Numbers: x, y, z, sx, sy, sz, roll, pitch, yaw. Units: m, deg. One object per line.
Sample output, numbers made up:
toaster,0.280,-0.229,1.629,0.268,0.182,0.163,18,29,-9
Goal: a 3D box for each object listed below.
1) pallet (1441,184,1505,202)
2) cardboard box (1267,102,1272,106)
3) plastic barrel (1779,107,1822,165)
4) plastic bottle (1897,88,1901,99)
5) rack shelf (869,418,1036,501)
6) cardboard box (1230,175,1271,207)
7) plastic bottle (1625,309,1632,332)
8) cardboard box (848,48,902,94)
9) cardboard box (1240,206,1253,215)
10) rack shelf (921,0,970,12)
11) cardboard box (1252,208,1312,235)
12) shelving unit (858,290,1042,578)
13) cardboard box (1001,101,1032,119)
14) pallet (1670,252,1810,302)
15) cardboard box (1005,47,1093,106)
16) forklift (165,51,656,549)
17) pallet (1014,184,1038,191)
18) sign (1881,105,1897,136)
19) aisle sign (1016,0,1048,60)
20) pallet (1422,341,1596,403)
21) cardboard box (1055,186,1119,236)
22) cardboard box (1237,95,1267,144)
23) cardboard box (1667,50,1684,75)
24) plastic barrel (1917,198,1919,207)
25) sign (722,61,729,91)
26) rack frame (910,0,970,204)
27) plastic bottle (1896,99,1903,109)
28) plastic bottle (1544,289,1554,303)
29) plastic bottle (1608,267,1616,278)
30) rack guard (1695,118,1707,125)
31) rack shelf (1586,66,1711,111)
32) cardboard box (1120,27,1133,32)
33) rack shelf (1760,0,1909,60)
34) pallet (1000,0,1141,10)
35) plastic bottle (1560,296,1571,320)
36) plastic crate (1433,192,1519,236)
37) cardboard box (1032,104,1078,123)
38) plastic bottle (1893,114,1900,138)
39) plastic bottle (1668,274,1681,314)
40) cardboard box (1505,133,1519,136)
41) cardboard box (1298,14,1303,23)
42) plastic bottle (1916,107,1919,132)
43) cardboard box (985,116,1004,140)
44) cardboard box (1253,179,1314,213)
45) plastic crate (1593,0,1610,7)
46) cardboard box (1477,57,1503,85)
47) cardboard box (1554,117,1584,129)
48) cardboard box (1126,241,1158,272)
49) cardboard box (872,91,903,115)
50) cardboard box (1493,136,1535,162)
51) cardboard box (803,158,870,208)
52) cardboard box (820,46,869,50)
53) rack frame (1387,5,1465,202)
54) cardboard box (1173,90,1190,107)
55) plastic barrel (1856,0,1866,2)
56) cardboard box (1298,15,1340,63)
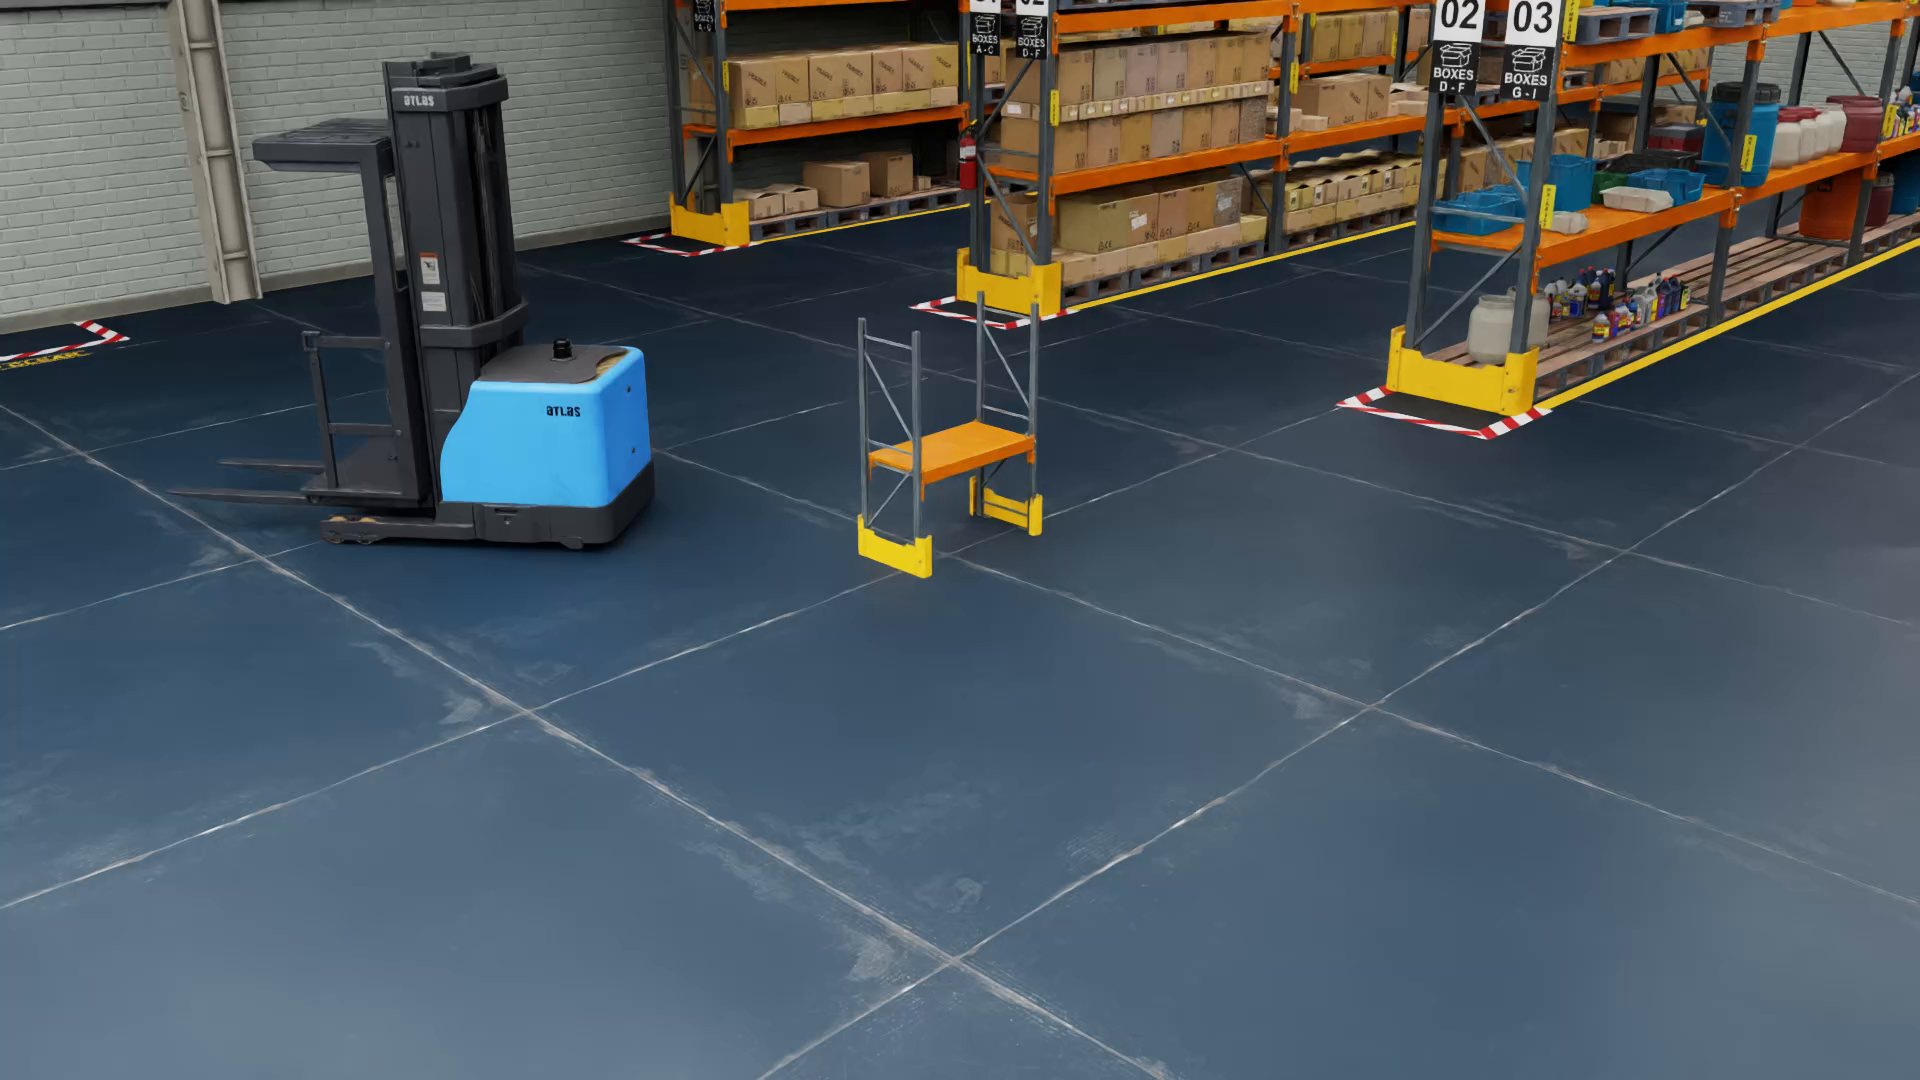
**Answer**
pallet,6.625,-4.704,22.520,1.003,0.211,1.213,19,28,41
cardboard box,3.769,-5.005,19.602,0.396,0.266,0.258,18,28,39
plastic barrel,8.472,-4.109,16.895,0.433,0.535,0.433,0,21,0
plastic bottle,11.853,-5.569,21.046,0.061,0.283,0.133,19,28,41
rack shelf,-0.060,-0.510,10.313,0.538,0.185,1.000,19,28,41
cardboard box,3.364,-4.146,19.645,0.500,0.311,0.500,19,28,41
plastic bottle,5.909,-1.953,14.762,0.097,0.201,0.097,0,21,0
cardboard box,-1.076,-5.868,20.797,0.500,0.500,0.500,18,28,39
cardboard box,3.369,-3.887,19.754,0.500,0.250,0.500,19,28,40
rack shelf,1.130,-7.613,23.022,1.077,0.370,4.000,19,28,41
cardboard box,3.746,-3.750,19.396,0.500,0.250,0.500,18,28,39
shelving unit,-0.053,-0.680,10.255,0.587,1.500,1.083,19,28,41
cardboard box,0.627,-4.263,16.440,0.380,0.149,0.250,19,28,40
pallet,8.205,-2.780,17.513,1.003,0.211,1.213,19,28,41
cardboard box,0.868,-4.550,16.284,0.700,0.500,0.500,19,28,41
forklift,-3.604,-1.525,10.456,3.031,2.935,1.130,2,21,6
pallet,1.128,-5.248,23.935,1.003,0.211,1.213,19,28,41
sign,10.023,-4.523,17.934,0.100,0.325,0.005,19,28,41
aisle sign,0.670,-4.887,15.485,0.394,0.787,0.004,19,28,41
pallet,4.633,-1.464,14.089,1.003,0.211,1.213,19,28,41
cardboard box,1.345,-3.503,17.709,0.500,0.500,0.500,19,28,41
cardboard box,2.982,-4.726,18.551,0.700,0.500,0.500,18,28,39
cardboard box,10.829,-7.482,25.721,0.500,0.500,0.500,20,28,41
plastic barrel,12.022,-4.692,20.941,0.600,0.901,0.708,19,28,41
sign,-2.666,-5.274,18.910,0.100,0.325,0.005,19,28,41
rack frame,-0.265,-6.034,22.093,1.000,3.000,0.127,19,28,41
plastic bottle,11.665,-5.374,20.653,0.097,0.201,0.097,0,21,0
plastic bottle,5.302,-2.136,15.134,0.152,0.276,0.135,18,28,39
plastic bottle,6.297,-2.514,16.125,0.097,0.271,0.097,0,21,0
rack guard,11.605,-6.694,27.293,1.175,0.500,0.348,19,28,41
rack shelf,10.263,-7.030,25.687,1.077,0.370,4.000,19,28,41
cardboard box,2.306,-7.521,24.305,0.380,0.149,0.250,15,26,34
rack shelf,8.229,-5.133,16.571,1.077,0.370,4.000,19,28,41
pallet,1.008,-5.301,16.129,1.003,0.211,1.213,19,28,41
plastic bottle,5.532,-2.126,15.211,0.097,0.201,0.097,0,21,0
plastic crate,4.178,-2.661,13.523,0.499,0.251,0.616,19,28,41
cardboard box,0.925,-4.164,16.183,0.380,0.149,0.250,19,28,40
plastic bottle,10.480,-4.674,18.728,0.152,0.276,0.135,19,28,41
plastic bottle,6.591,-2.286,15.420,0.144,0.351,0.185,18,28,39
cardboard box,7.638,-5.561,23.732,0.500,0.500,0.500,20,29,41
cardboard box,5.173,-8.452,26.755,0.500,0.250,0.500,-19,28,-41
plastic bottle,11.063,-4.873,19.251,0.097,0.271,0.097,0,21,0
cardboard box,0.541,-5.730,23.128,0.500,0.250,0.500,19,28,40
cardboard box,3.754,-4.014,19.302,0.500,0.311,0.500,19,28,41
plastic crate,5.158,-4.485,13.903,0.392,0.384,0.575,19,28,41
cardboard box,7.211,-6.444,22.434,0.500,0.500,0.700,-14,25,-32
cardboard box,9.062,-6.108,25.156,0.500,0.500,0.500,19,28,41
cardboard box,1.725,-3.020,17.498,0.500,0.250,0.500,19,28,41
cardboard box,-1.071,-5.517,20.928,0.500,0.250,0.500,19,28,40
cardboard box,7.675,-5.307,23.071,0.500,0.500,0.500,18,27,39
cardboard box,-1.563,-4.523,21.031,0.700,0.500,0.500,17,27,37
cardboard box,-1.458,-5.996,21.130,0.500,0.500,0.500,-19,28,-41
rack frame,6.077,-5.824,21.545,1.000,3.000,0.127,19,28,41
cardboard box,2.181,-4.626,17.387,0.250,0.149,0.380,-19,28,-40
plastic barrel,9.488,-5.834,17.609,0.294,0.245,0.294,0,21,0
cardboard box,5.706,-8.366,27.742,0.700,0.700,0.980,-20,28,-41
